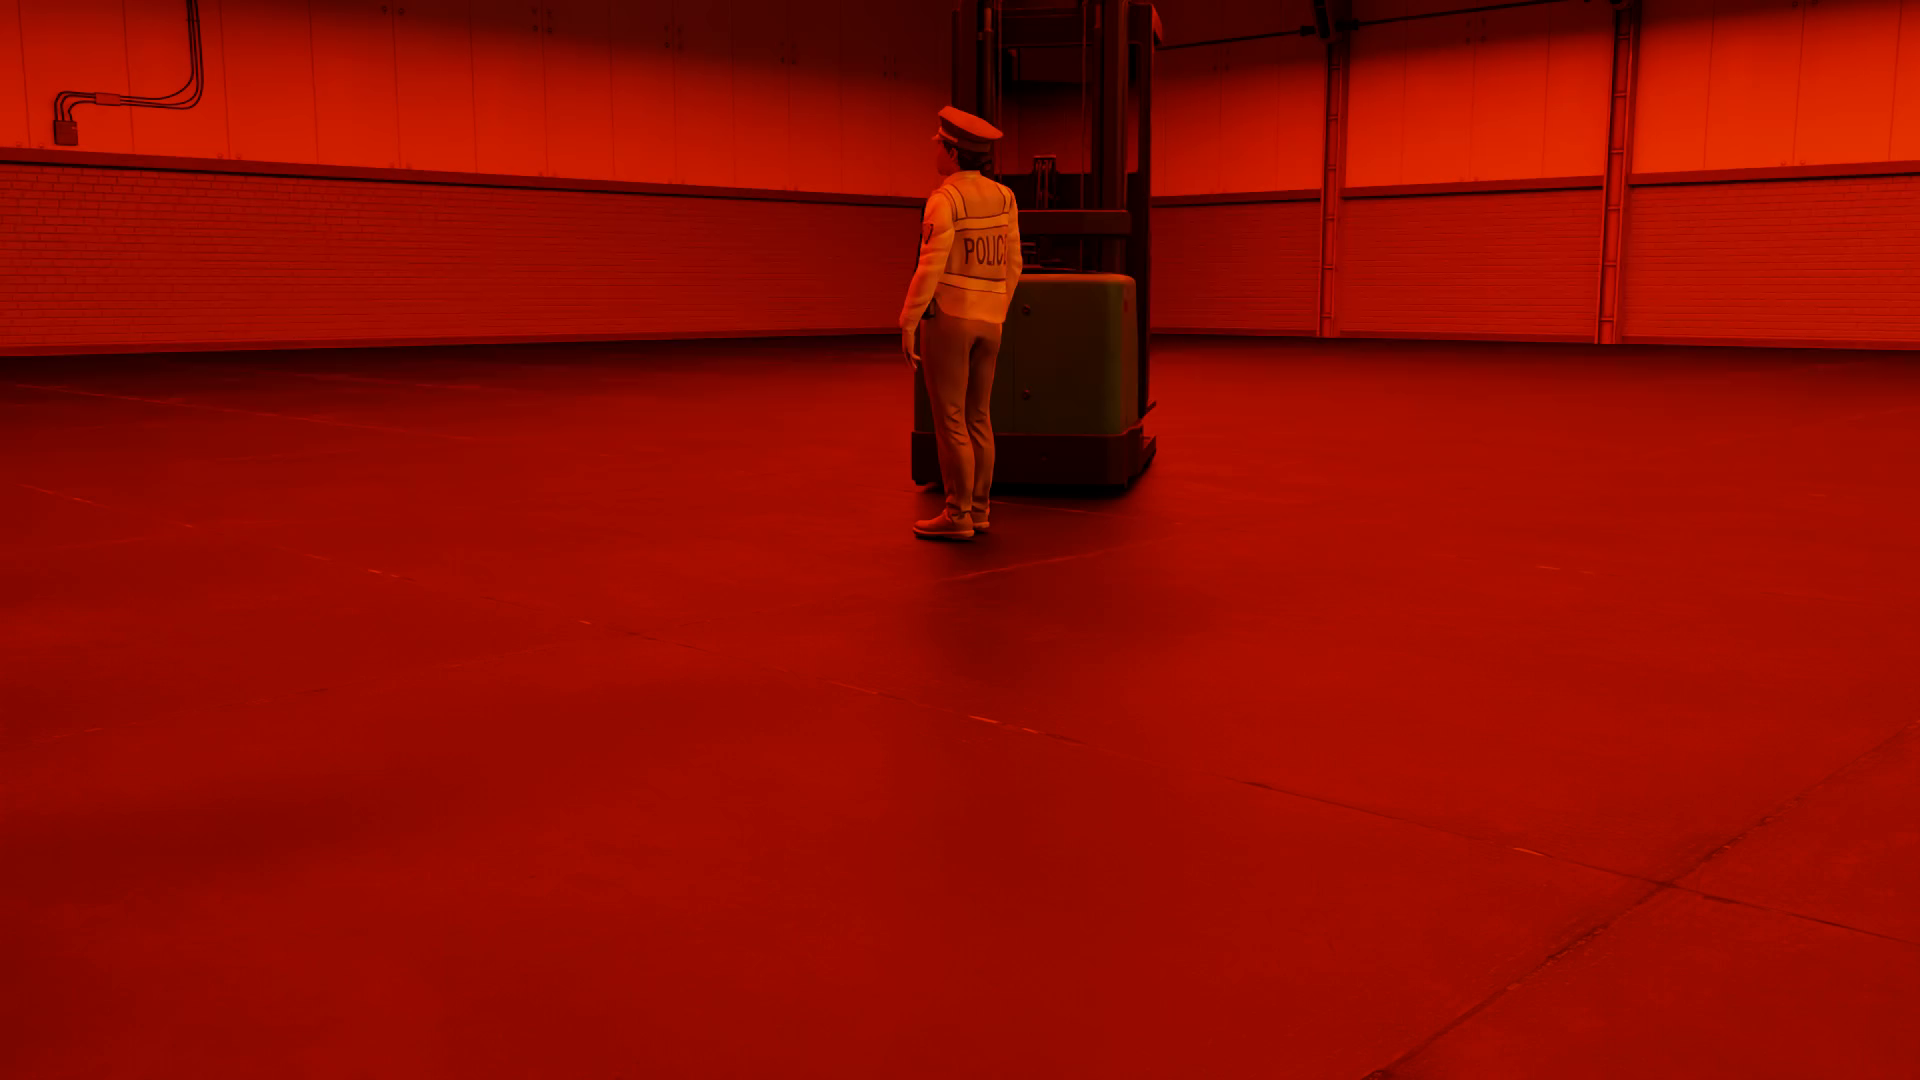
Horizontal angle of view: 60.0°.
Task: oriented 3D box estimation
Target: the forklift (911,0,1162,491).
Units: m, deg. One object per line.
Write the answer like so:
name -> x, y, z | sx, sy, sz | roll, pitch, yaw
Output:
forklift -> 0.540, -1.873, 9.313 | 1.130, 2.935, 3.031 | 2, 9, 11

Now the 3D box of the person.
person -> -0.044, -0.853, 6.642 | 0.532, 1.694, 0.586 | 8, 12, 43
